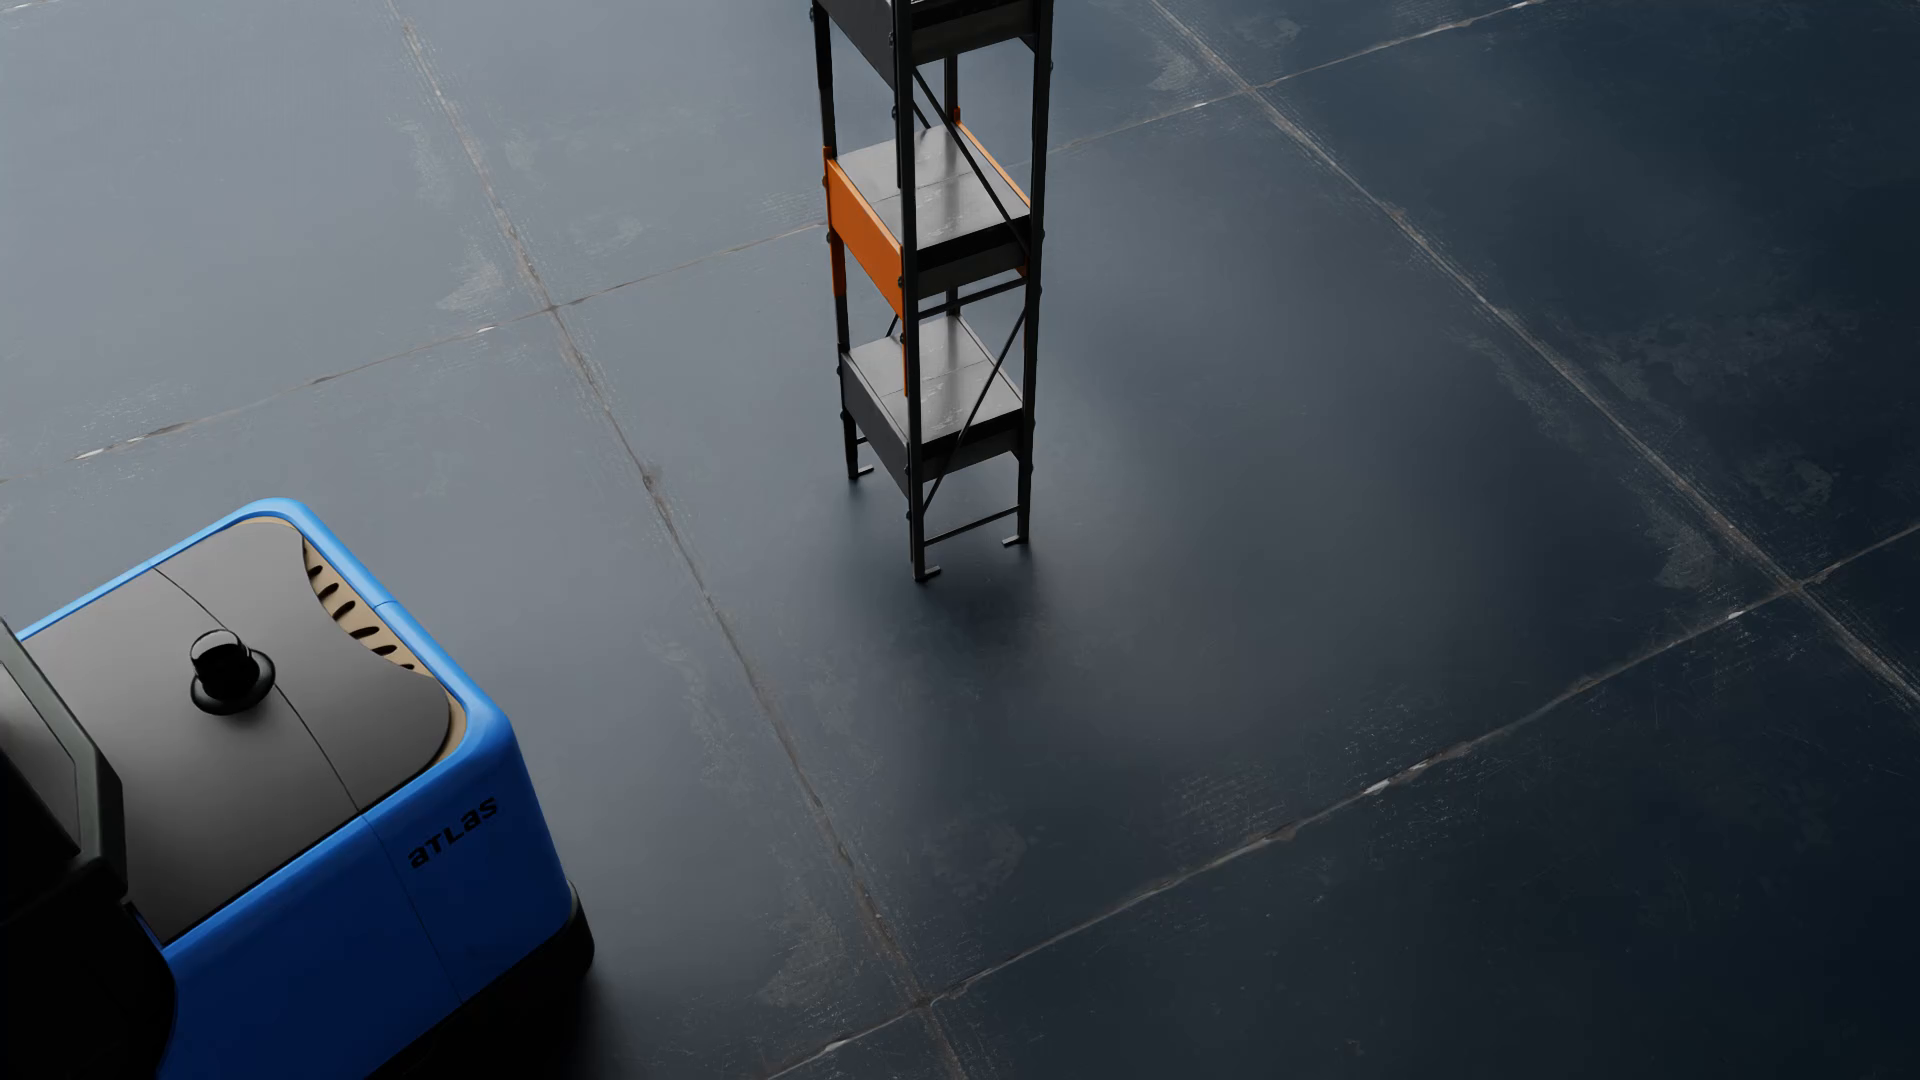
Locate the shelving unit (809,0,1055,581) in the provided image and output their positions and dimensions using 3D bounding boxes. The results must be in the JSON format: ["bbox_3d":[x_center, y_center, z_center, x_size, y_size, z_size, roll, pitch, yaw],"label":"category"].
[{"bbox_3d":[-0.076,-0.802,4.557,0.431,2.100,0.503,-21,52,-18],"label":"shelving unit"}]

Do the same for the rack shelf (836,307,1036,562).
[{"bbox_3d":[-0.076,-0.332,5.094,0.431,0.518,0.480,-21,52,-18],"label":"rack shelf"}]

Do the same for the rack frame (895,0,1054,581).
[{"bbox_3d":[0.036,-0.639,4.414,0.400,2.100,0.015,-21,52,-18],"label":"rack frame"}]

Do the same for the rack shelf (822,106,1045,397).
[{"bbox_3d":[-0.076,-0.793,4.567,0.431,0.518,0.480,-21,52,-18],"label":"rack shelf"}]

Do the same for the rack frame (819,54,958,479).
[{"bbox_3d":[-0.187,-0.965,4.699,0.400,2.100,0.015,-21,52,-18],"label":"rack frame"}]

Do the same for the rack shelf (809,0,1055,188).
[{"bbox_3d":[-0.076,-1.254,4.040,0.431,0.518,0.480,-21,52,-18],"label":"rack shelf"}]

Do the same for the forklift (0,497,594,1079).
[{"bbox_3d":[-2.342,0.645,2.738,3.031,2.935,1.130,-36,58,-27],"label":"forklift"}]
